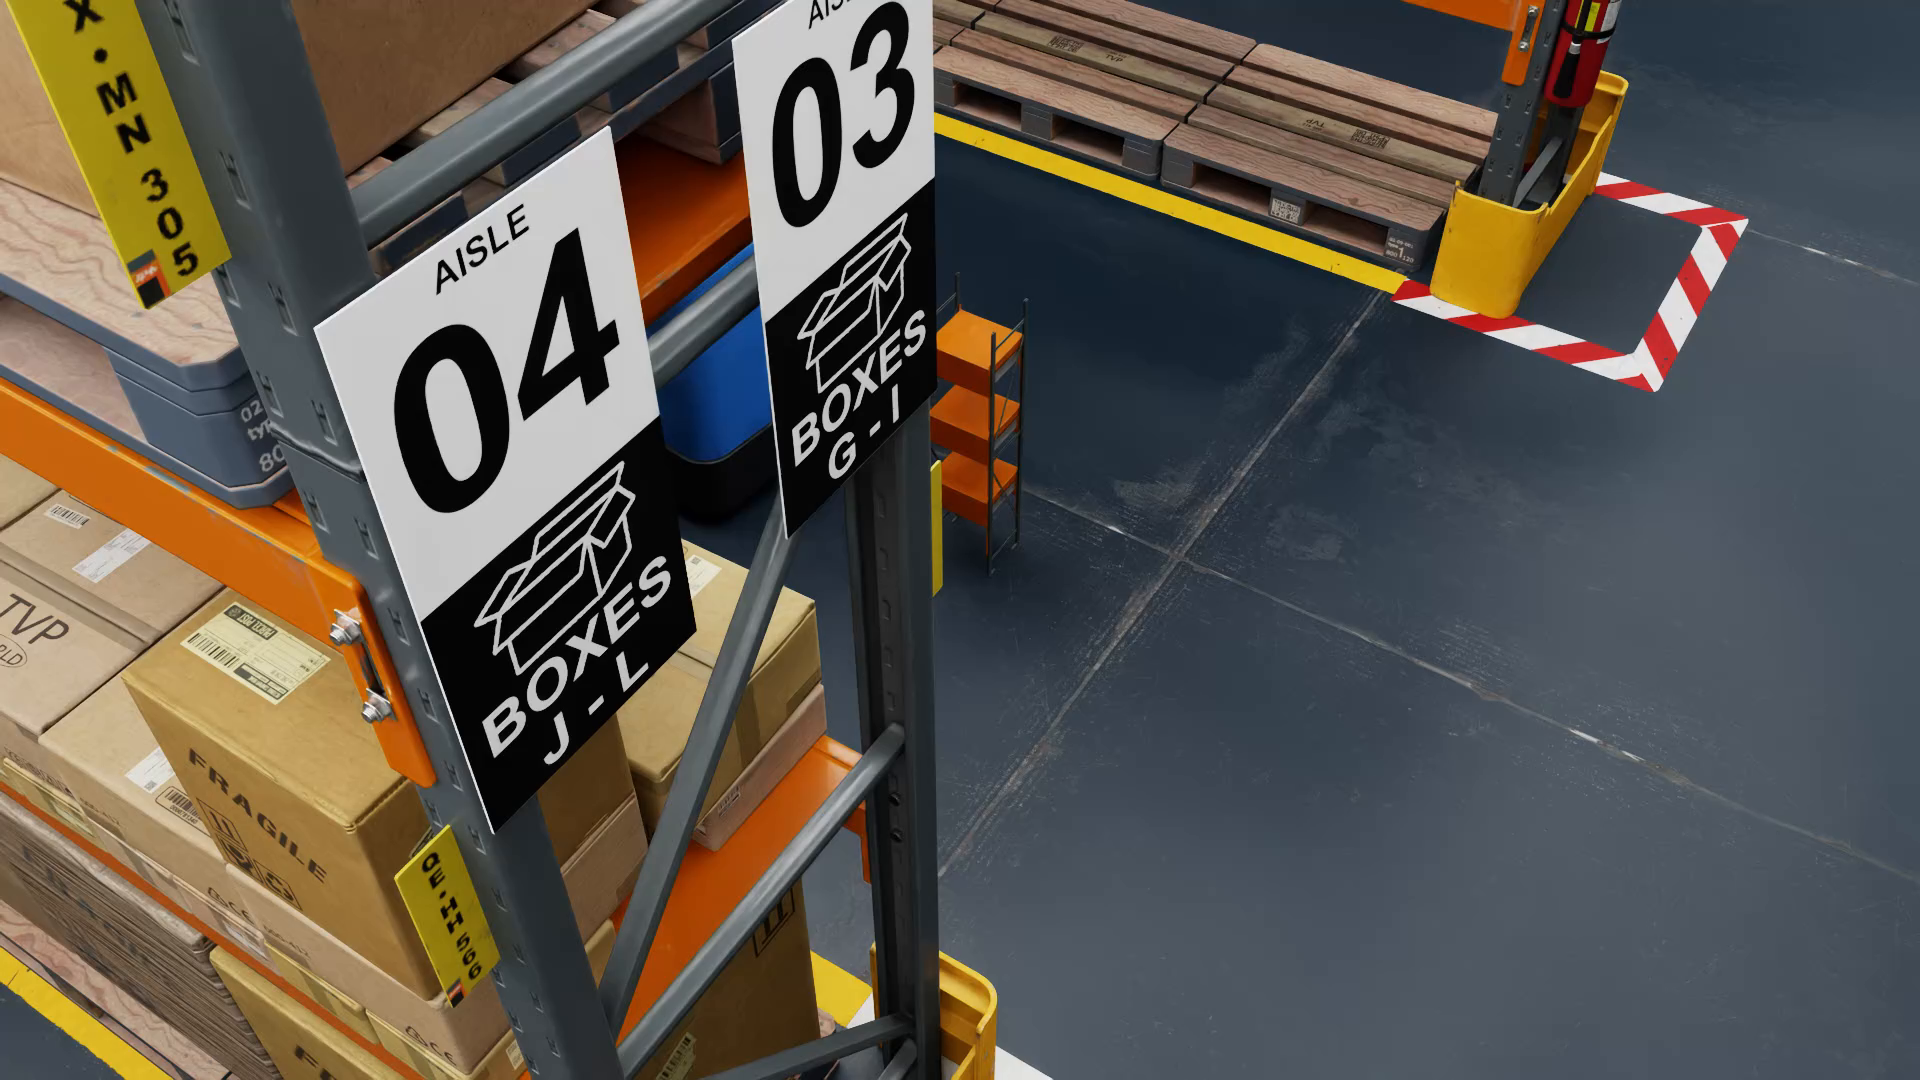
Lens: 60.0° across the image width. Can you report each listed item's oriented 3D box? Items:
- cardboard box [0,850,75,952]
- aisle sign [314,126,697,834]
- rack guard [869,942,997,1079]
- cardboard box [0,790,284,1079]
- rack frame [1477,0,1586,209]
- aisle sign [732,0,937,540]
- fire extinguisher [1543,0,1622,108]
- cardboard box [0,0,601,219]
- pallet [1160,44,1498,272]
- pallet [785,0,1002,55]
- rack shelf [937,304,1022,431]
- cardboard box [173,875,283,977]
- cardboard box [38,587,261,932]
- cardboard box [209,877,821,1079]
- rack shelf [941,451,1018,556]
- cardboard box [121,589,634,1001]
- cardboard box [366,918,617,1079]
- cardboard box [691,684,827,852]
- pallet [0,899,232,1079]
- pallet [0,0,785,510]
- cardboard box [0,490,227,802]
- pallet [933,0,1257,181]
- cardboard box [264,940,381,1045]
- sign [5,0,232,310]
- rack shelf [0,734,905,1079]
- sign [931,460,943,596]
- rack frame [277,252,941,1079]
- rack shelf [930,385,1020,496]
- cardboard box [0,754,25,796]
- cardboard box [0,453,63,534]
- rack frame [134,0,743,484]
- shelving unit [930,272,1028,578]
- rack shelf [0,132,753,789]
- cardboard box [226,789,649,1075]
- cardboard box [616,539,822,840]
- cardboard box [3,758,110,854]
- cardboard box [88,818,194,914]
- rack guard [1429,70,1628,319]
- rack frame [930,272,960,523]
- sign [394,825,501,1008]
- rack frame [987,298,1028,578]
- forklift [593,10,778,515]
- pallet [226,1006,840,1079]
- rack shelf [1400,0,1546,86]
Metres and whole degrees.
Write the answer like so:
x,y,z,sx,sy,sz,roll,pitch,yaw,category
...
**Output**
x,y,z,sx,sy,sz,roll,pitch,yaw,category
-2.463,0.362,4.495,0.875,0.875,0.875,25,51,22,cardboard box
-0.468,-0.032,1.877,0.004,0.787,0.394,25,51,22,aisle sign
-0.346,1.545,3.900,0.348,0.500,1.175,25,51,22,rack guard
-1.714,0.707,4.160,0.875,0.875,0.875,25,51,22,cardboard box
2.308,-2.325,5.918,0.127,3.000,1.000,25,51,22,rack frame
-0.144,-0.395,2.229,0.004,0.787,0.394,25,51,22,aisle sign
2.189,-1.836,5.756,0.183,0.674,0.296,25,51,22,fire extinguisher
-0.833,-0.766,1.879,0.500,0.500,0.700,22,50,20,cardboard box
1.635,-1.696,7.251,1.213,0.211,1.003,25,51,22,pallet
-0.419,-2.641,8.169,1.213,0.211,1.003,25,51,22,pallet
0.045,-0.536,5.157,0.240,0.259,0.215,25,51,22,rack shelf
-1.275,0.615,3.236,0.250,0.149,0.380,25,51,22,cardboard box
-1.344,0.389,3.178,0.500,0.250,0.500,24,50,21,cardboard box
-0.948,1.059,3.818,0.875,0.875,0.875,25,51,22,cardboard box
0.045,-0.144,5.560,0.240,0.259,0.215,25,51,22,rack shelf
-0.918,0.322,2.720,0.500,0.500,0.500,25,51,23,cardboard box
-0.844,0.813,3.043,0.250,0.149,0.380,26,51,23,cardboard box
-0.487,0.416,3.430,0.250,0.149,0.380,25,51,23,cardboard box
-2.104,0.901,4.727,1.213,0.211,1.003,25,51,22,pallet
-0.996,-0.631,2.242,1.213,0.211,1.003,25,51,22,pallet
-1.773,0.192,3.369,0.500,0.250,0.500,23,50,21,cardboard box
0.612,-2.169,7.711,1.213,0.211,1.003,25,51,22,pallet
-1.063,0.714,3.140,0.250,0.149,0.380,25,51,22,cardboard box
-0.671,-0.339,1.335,0.005,0.325,0.100,25,51,22,sign
-2.050,0.141,4.023,4.000,0.370,1.077,25,51,22,rack shelf
-0.062,0.003,2.997,0.005,0.325,0.100,25,51,22,sign
-0.366,0.665,3.013,0.127,3.000,1.000,25,51,22,rack frame
0.045,-0.338,5.361,0.240,0.259,0.215,25,51,22,rack shelf
-1.923,0.319,3.524,0.250,0.149,0.380,25,51,22,cardboard box
-2.213,-0.007,3.562,0.500,0.250,0.500,25,51,22,cardboard box
-0.366,-1.426,0.861,0.127,3.000,1.000,25,51,22,rack frame
0.045,-0.345,5.353,0.252,1.050,0.215,25,51,22,shelving unit
-2.050,-0.904,2.947,4.000,0.370,1.077,25,51,22,rack shelf
-0.917,0.586,2.986,0.500,0.250,0.500,24,50,22,cardboard box
-0.624,0.264,3.299,0.500,0.250,0.500,23,50,21,cardboard box
-1.704,0.419,3.427,0.250,0.149,0.380,24,50,21,cardboard box
-1.485,0.518,3.330,0.250,0.149,0.380,26,51,23,cardboard box
2.335,-1.453,6.813,0.348,0.500,1.175,25,51,22,rack guard
-0.058,-0.392,5.399,0.008,1.050,0.200,25,51,22,rack frame
-0.671,0.501,2.199,0.005,0.325,0.100,25,51,22,sign
0.148,-0.298,5.307,0.008,1.050,0.200,25,51,22,rack frame
-1.686,-2.003,5.653,3.031,2.935,1.130,30,53,26,forklift
-1.081,1.374,4.268,1.213,0.211,1.003,25,51,22,pallet
0.624,-2.849,6.928,4.000,0.370,1.077,25,51,22,rack shelf
